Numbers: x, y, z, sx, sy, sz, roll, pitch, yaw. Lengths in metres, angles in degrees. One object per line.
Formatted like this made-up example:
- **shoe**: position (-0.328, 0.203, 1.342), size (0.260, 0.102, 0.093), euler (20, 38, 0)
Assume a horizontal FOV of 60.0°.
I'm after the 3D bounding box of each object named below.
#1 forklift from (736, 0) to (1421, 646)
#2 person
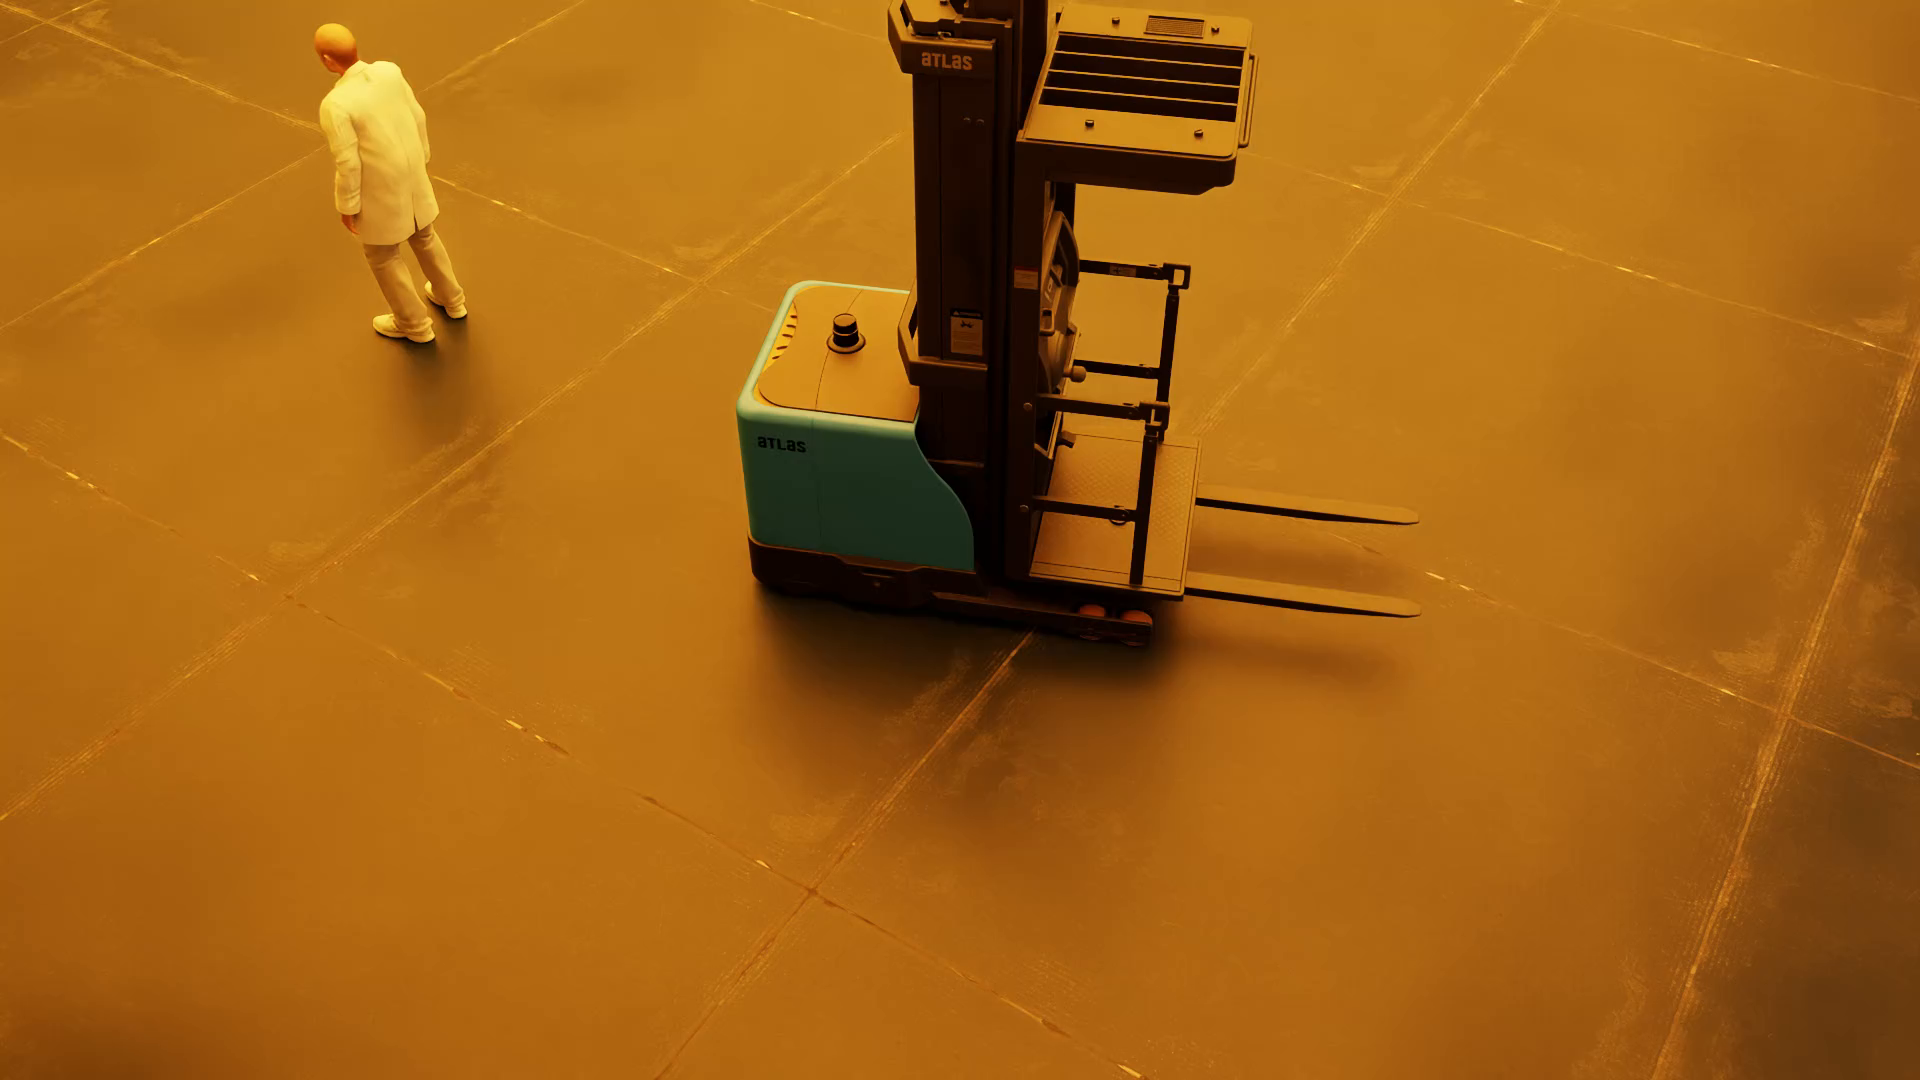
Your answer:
- **forklift**: position (0.598, -0.987, 6.890), size (3.031, 2.935, 1.130), euler (7, 44, 8)
- **person**: position (-2.987, -1.839, 8.629), size (0.435, 1.773, 0.651), euler (21, 47, 20)
